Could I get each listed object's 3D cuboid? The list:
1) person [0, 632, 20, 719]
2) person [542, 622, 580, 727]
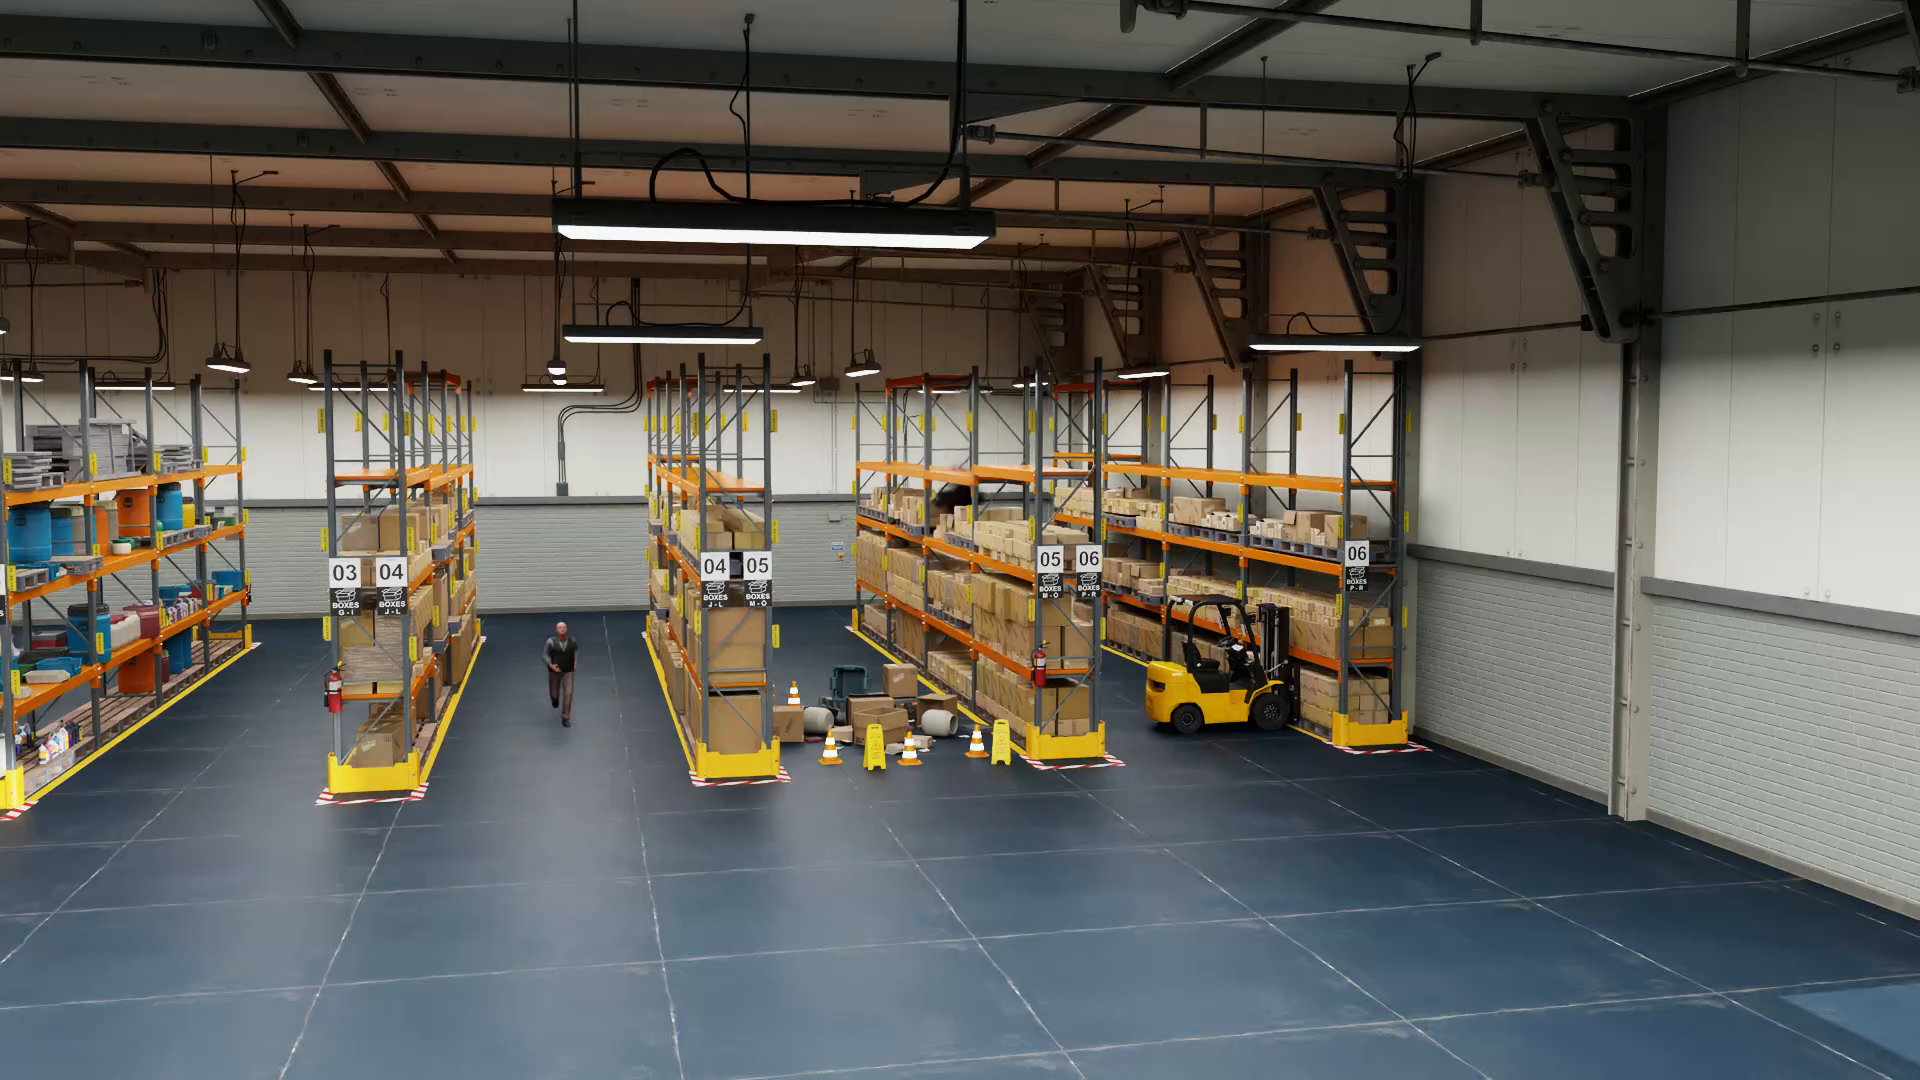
[{"bbox_3d":[-16.302,2.271,28.209,0.560,1.558,0.605,0,4,-6],"label":"person"},{"bbox_3d":[-6.695,2.234,27.921,0.638,1.715,1.048,-1,4,-16],"label":"person"}]
